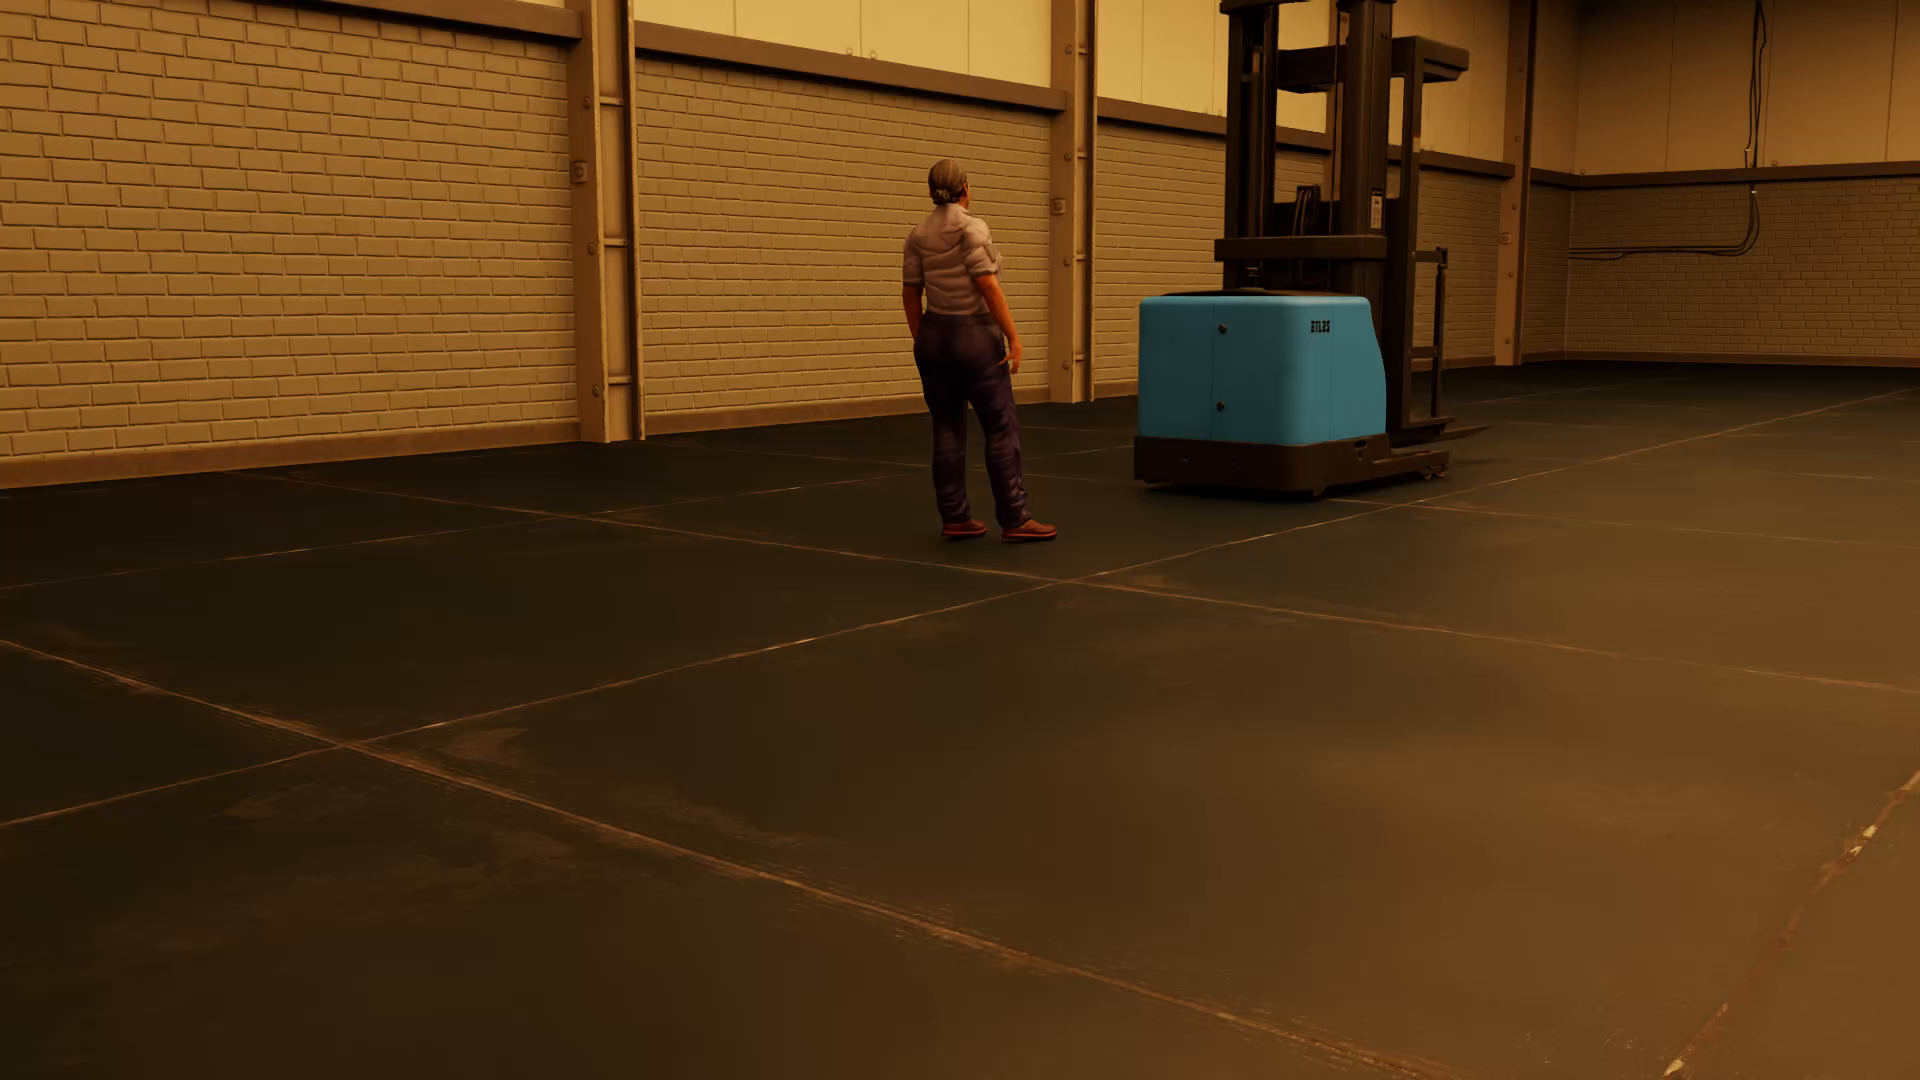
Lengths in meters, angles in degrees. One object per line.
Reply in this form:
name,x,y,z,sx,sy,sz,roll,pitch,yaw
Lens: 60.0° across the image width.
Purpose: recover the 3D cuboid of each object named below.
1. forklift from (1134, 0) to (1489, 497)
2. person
forklift,2.286,-1.842,9.869,1.130,2.935,3.031,7,11,39
person,0.075,-0.830,7.340,0.598,1.651,0.502,7,11,38
